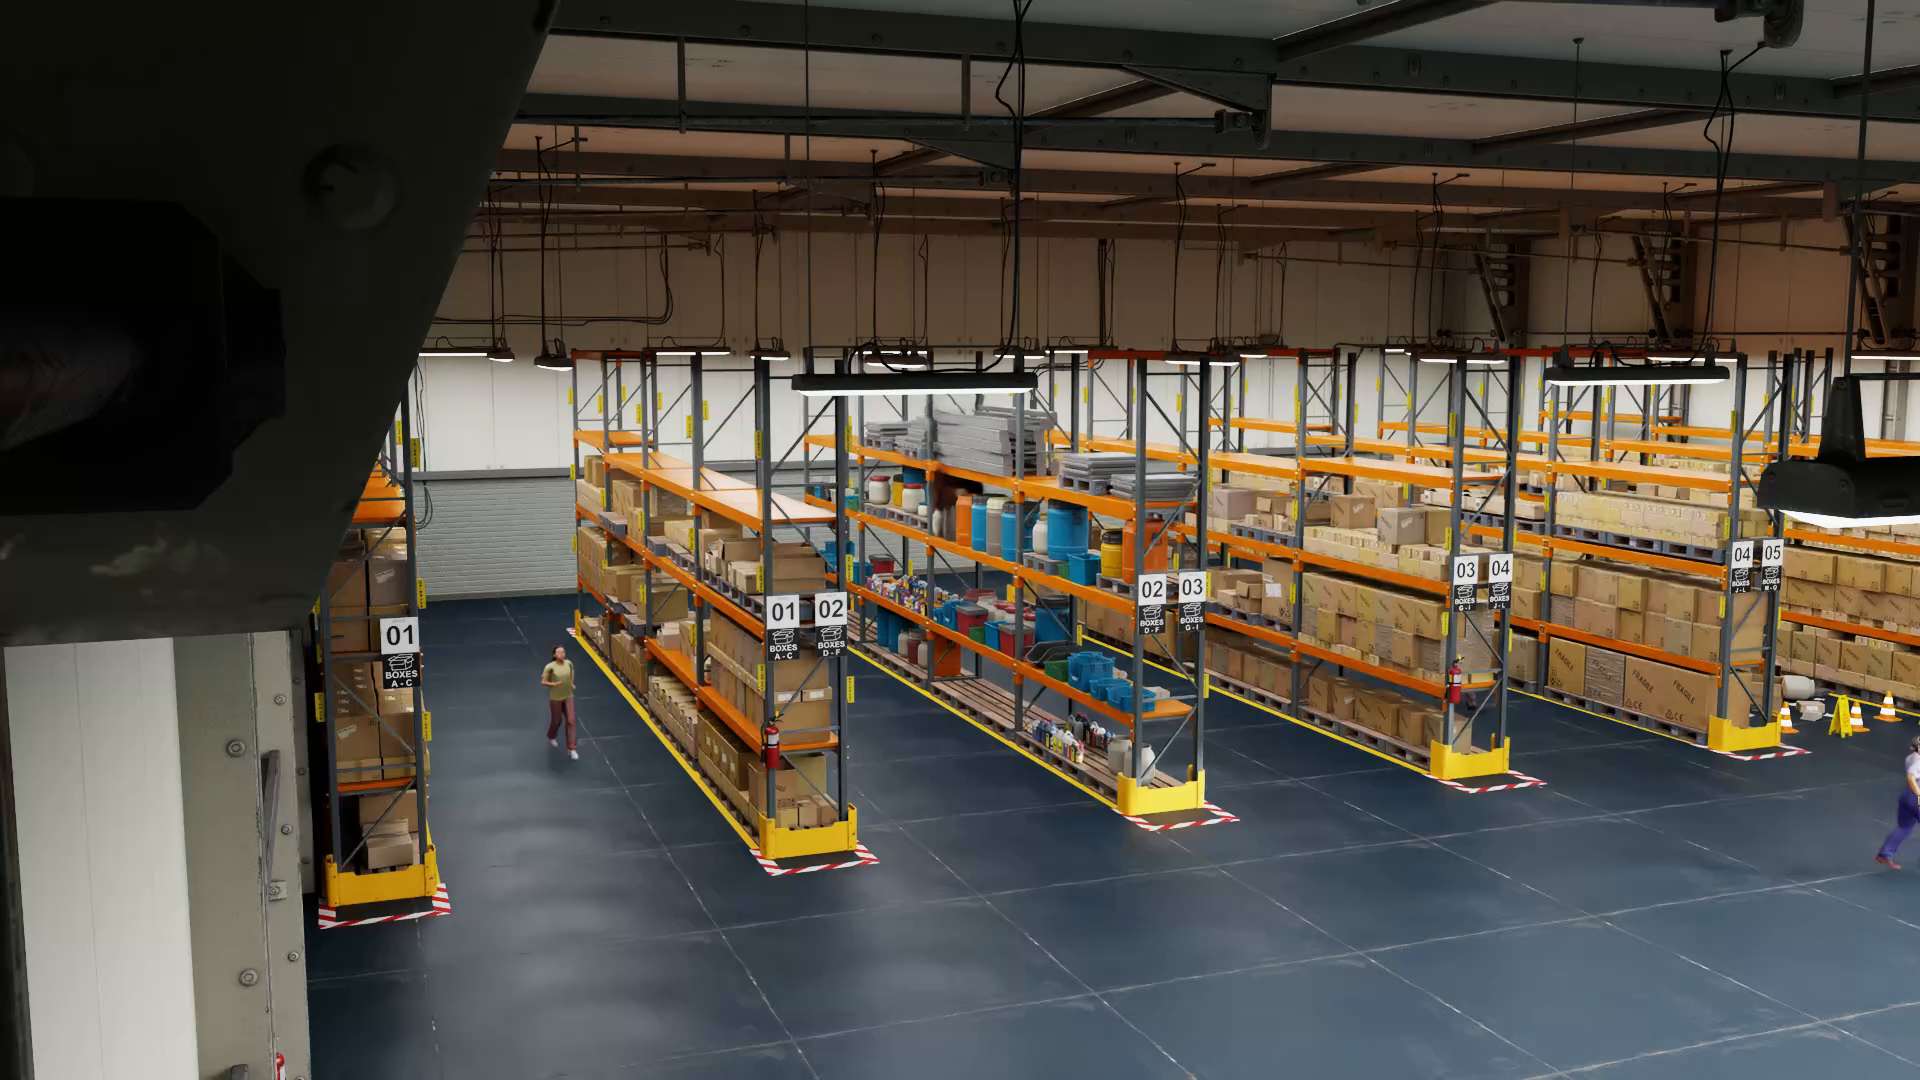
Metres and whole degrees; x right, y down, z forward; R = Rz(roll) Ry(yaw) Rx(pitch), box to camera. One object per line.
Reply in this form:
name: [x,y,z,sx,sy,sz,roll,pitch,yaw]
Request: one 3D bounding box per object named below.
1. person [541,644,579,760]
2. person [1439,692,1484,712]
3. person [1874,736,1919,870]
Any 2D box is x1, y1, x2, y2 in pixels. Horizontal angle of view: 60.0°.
person: [-5.970,2.390,24.891,0.574,1.673,0.912,-5,8,-33]
person: [8.448,2.013,28.011,0.676,1.686,0.971,-4,8,-31]
person: [11.143,3.118,19.381,0.764,1.711,0.579,0,7,3]
